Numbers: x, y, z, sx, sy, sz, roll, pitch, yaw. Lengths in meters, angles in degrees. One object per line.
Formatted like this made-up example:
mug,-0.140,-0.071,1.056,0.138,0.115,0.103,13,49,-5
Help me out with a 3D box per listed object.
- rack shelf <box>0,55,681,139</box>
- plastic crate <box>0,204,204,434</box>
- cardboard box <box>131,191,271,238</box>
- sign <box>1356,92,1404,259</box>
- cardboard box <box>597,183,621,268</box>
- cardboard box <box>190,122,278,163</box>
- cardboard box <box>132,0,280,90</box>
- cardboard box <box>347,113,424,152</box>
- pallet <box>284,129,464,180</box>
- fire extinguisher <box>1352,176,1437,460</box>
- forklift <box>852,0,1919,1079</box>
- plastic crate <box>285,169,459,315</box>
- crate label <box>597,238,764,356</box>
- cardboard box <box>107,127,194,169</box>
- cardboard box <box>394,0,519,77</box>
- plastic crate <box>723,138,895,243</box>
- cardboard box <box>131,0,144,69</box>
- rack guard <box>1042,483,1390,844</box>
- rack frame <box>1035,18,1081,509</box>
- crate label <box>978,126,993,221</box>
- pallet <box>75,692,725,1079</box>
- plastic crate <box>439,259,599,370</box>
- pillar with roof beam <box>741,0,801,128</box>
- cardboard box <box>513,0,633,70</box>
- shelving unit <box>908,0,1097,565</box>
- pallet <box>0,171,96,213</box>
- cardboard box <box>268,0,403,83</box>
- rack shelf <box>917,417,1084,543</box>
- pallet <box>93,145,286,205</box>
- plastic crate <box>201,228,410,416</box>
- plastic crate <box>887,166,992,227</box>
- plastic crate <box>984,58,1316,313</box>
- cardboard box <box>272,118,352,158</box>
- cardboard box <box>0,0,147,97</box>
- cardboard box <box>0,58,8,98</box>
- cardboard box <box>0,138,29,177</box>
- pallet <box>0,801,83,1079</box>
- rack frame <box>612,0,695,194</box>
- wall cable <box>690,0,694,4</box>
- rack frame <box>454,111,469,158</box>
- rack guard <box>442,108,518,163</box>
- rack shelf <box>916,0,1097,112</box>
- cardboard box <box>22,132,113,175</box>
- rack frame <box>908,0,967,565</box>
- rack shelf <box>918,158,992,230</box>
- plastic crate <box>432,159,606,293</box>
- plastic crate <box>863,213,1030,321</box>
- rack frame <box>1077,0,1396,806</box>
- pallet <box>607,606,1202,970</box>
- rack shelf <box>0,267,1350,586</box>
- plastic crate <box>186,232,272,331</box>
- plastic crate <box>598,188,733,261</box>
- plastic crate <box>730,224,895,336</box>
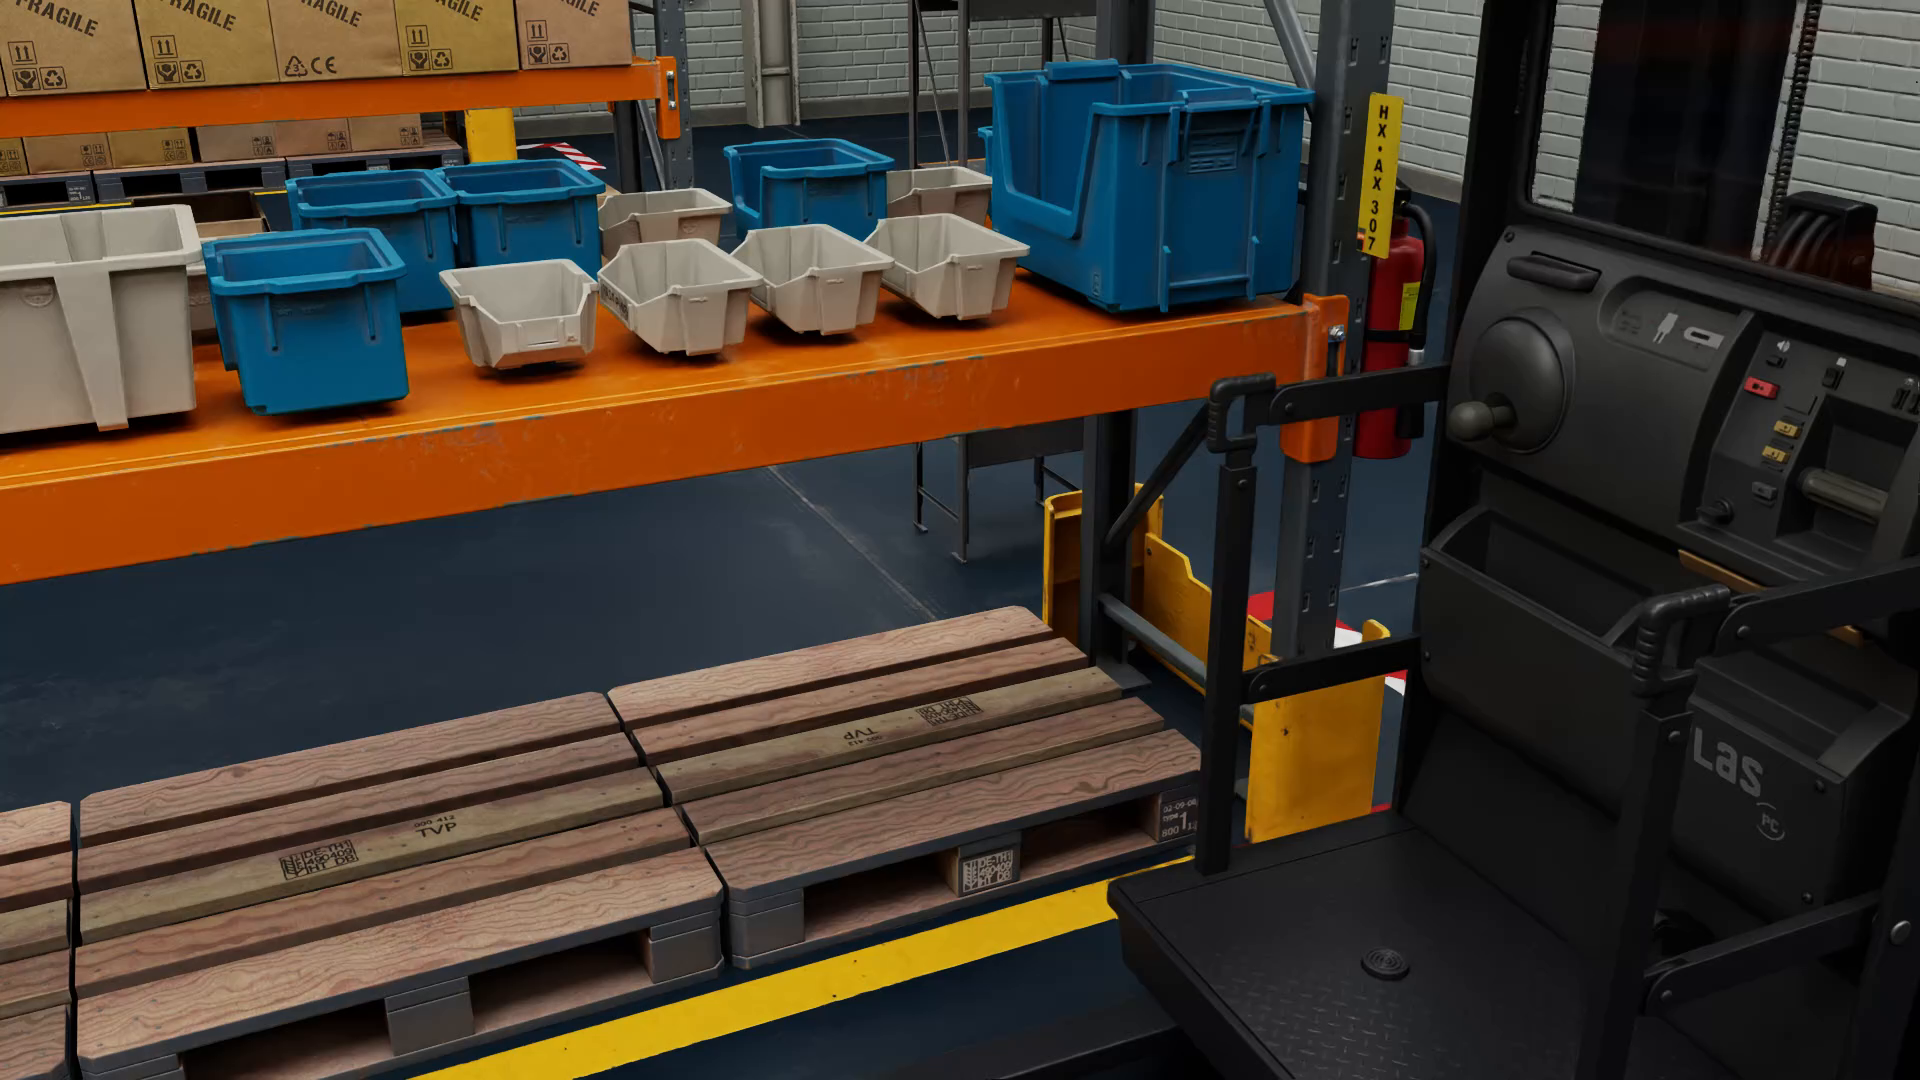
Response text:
rack shelf,-3.337,-1.904,7.369,4.000,0.370,1.077,-10,25,-24
plastic crate,-1.538,-0.360,2.774,0.530,0.282,0.437,-10,25,-24
cardboard box,-3.448,-1.268,7.580,0.637,0.503,0.797,-10,25,-24
sign,0.864,-0.749,3.425,0.005,0.325,0.100,-10,25,-24
cardboard box,-1.918,-1.442,8.004,0.500,0.500,0.500,-10,25,-24
cardboard box,-5.177,-2.997,11.787,0.500,0.500,0.700,-11,25,-25
cardboard box,-3.192,-2.195,7.000,0.500,0.500,0.500,-11,25,-24
cardboard box,-4.274,-3.163,12.189,0.500,0.500,0.700,-10,25,-24
pallet,-4.373,-2.827,12.303,1.213,0.211,1.003,-10,25,-24
fire extinguisher,0.943,-0.521,3.676,0.183,0.674,0.296,-10,25,-24
forklift,0.932,-0.245,2.509,3.031,2.935,1.130,-10,24,-22
plastic crate,-1.212,-0.615,3.455,0.300,0.233,0.416,-10,25,-24
crate label,-0.554,-0.471,3.233,0.243,0.136,0.396,-10,25,-24
cardboard box,-5.655,-2.906,11.567,0.500,0.500,0.700,-10,24,-22
cardboard box,-2.286,-2.359,7.397,0.500,0.500,0.500,-10,25,-23
plastic crate,-0.348,-0.774,3.839,0.300,0.233,0.416,-10,25,-24
cardboard box,-3.874,-2.294,7.240,0.500,0.500,0.500,-10,24,-22
rack guard,0.627,0.286,4.406,0.348,0.500,1.175,-10,25,-24
rack frame,0.369,-1.038,5.513,0.015,2.100,0.400,-10,25,-24
crate label,0.245,-0.884,4.103,0.303,0.233,0.416,-10,25,-24
pallet,-1.247,0.752,3.657,1.213,0.211,1.003,-10,25,-24
plastic crate,-0.812,-0.416,3.099,0.250,0.136,0.298,-10,25,-24
pillar with roof beam,0.239,-6.309,9.226,0.400,9.000,9.100,-10,25,-24
cardboard box,-1.820,-2.446,7.608,0.500,0.500,0.500,-10,24,-22
shelving unit,0.149,-0.998,5.415,0.503,2.100,0.431,-10,25,-24
pallet,-6.571,-2.422,11.325,1.213,0.211,1.003,-10,25,-24
cardboard box,-2.738,-2.278,7.201,0.500,0.500,0.500,-10,25,-23
rack shelf,0.149,-0.338,5.688,0.480,0.518,0.431,-10,25,-24
pallet,-5.470,-2.626,11.818,1.213,0.211,1.003,-10,25,-24
plastic crate,-1.129,-0.382,2.891,0.300,0.233,0.416,-10,25,-24
plastic crate,-0.080,-0.814,4.062,0.298,0.136,0.250,-10,25,-24
plastic crate,0.390,-0.785,3.599,0.499,0.435,0.616,-10,25,-24
cardboard box,-4.724,-3.080,11.989,0.500,0.500,0.700,-11,25,-24
cardboard box,-3.649,-2.110,6.795,0.500,0.500,0.500,-11,25,-24
cardboard box,-4.101,-2.028,6.596,0.500,0.500,0.500,-10,24,-23
cardboard box,-6.572,-2.739,11.165,0.500,0.500,0.700,-10,25,-23
pallet,-2.348,0.956,3.165,1.213,0.211,1.003,-10,25,-24
rack frame,-1.534,-2.568,8.033,0.127,3.000,1.000,-10,25,-24
wall cable,-2.943,-5.283,13.262,1.851,1.984,0.084,-10,25,-24
rack frame,-3.686,-4.275,12.155,0.127,3.000,1.000,-10,25,-24
rack guard,-3.665,-3.124,12.643,0.348,0.500,1.175,-10,25,-24
rack shelf,0.149,-1.632,5.152,0.480,0.518,0.431,-10,25,-24
cardboard box,-6.118,-2.821,11.363,0.500,0.500,0.700,-11,25,-24
rack frame,-0.071,-0.957,5.317,0.015,2.100,0.400,-10,25,-24
rack shelf,0.149,-0.985,5.420,0.480,0.518,0.431,-10,25,-24
plastic crate,-0.941,-0.665,3.575,0.300,0.233,0.416,-10,25,-24
plastic crate,-0.046,-0.569,3.469,0.243,0.136,0.396,-10,25,-24
rack frame,0.610,-0.861,3.907,0.127,3.000,1.000,-10,25,-24
pallet,-0.149,0.551,4.143,1.213,0.211,1.003,-10,25,-24
rack shelf,-1.192,-0.197,3.243,4.000,0.370,1.077,-10,25,-24
plastic crate,-1.555,-0.496,3.291,0.466,0.136,0.293,-10,25,-24
plastic crate,-0.691,-0.702,3.790,0.298,0.136,0.250,-10,25,-24
plastic crate,-0.313,-0.526,3.365,0.243,0.136,0.396,-10,25,-24
